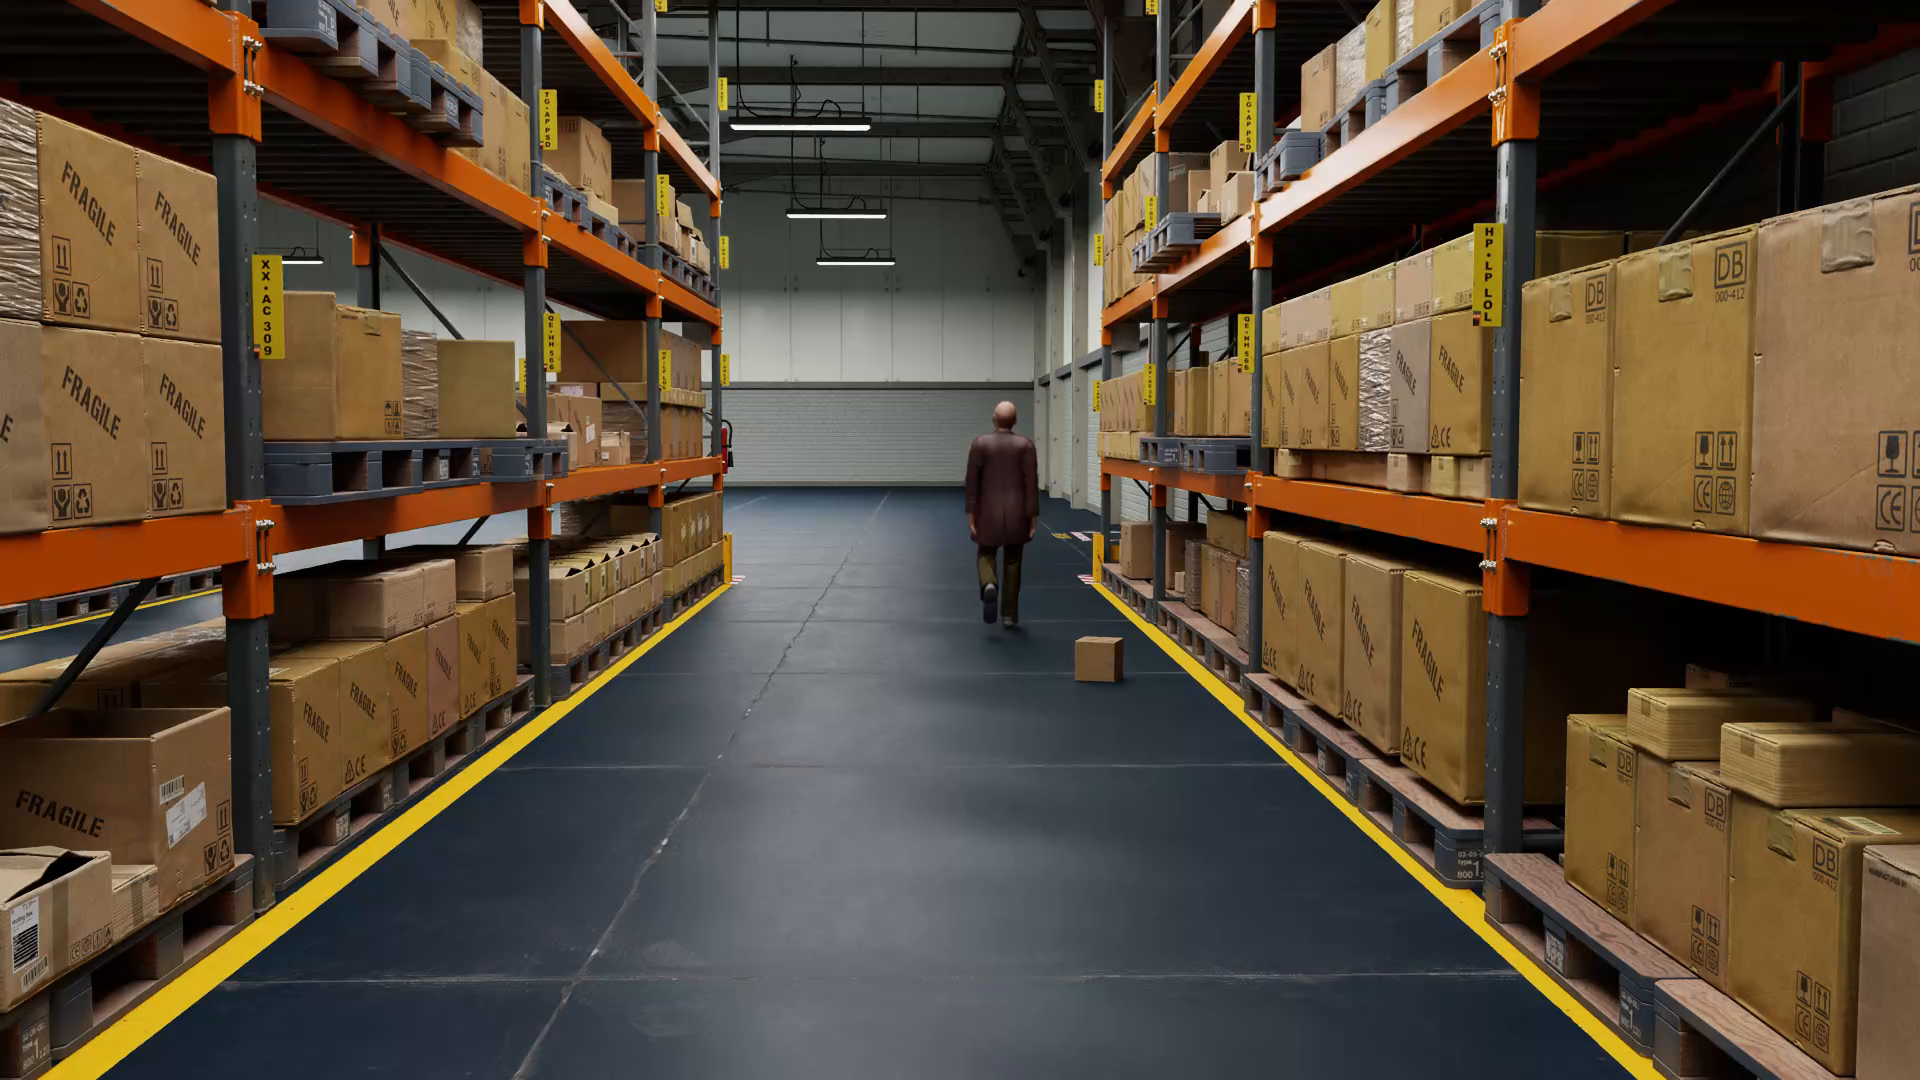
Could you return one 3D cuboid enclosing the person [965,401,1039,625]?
[{"bbox_3d":[0.330,-0.203,13.043,0.585,1.763,0.693,0,4,3],"label":"person"}]
